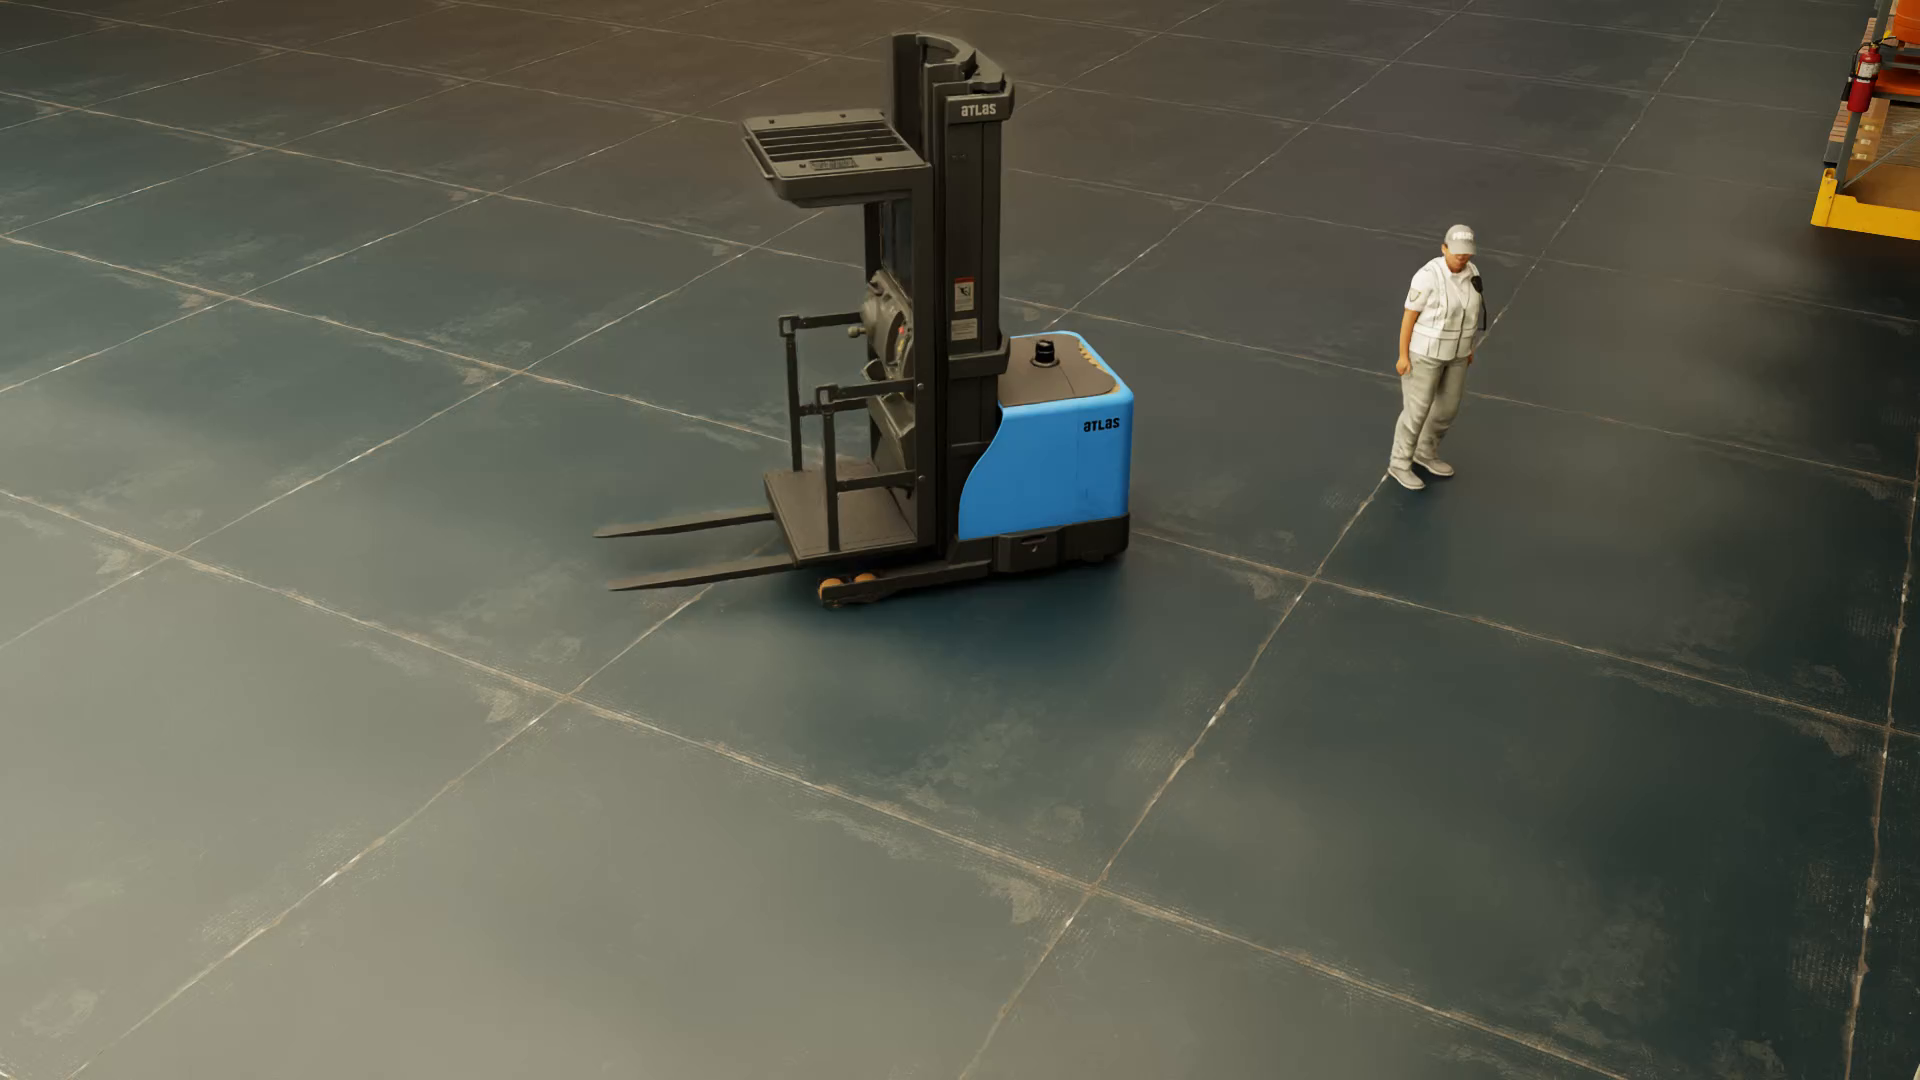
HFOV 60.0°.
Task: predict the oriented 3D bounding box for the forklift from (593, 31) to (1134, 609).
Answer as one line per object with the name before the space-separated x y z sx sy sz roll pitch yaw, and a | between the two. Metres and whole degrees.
forklift | -0.584 -1.180 9.115 3.031 2.935 1.130 -8 31 -14

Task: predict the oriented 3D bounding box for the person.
person | 2.973 -1.154 10.343 0.563 1.666 0.408 -14 33 -22
